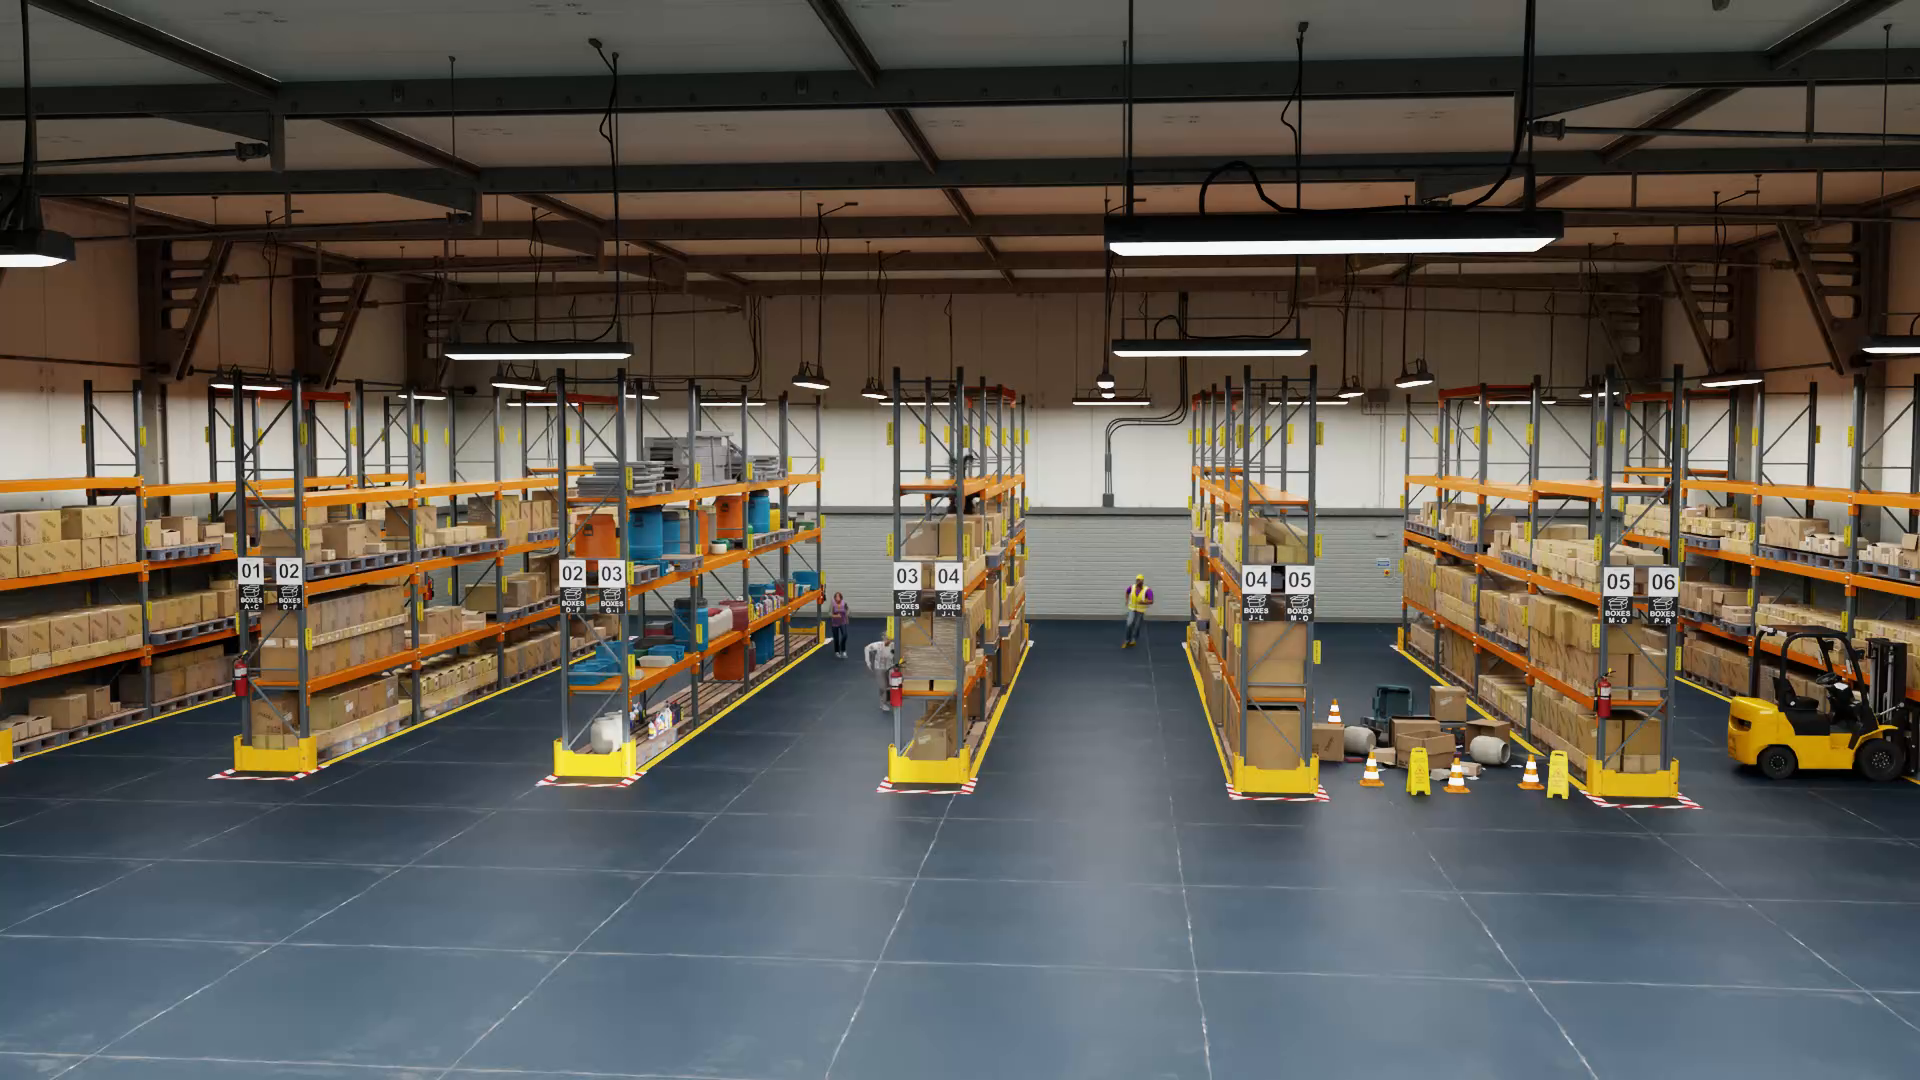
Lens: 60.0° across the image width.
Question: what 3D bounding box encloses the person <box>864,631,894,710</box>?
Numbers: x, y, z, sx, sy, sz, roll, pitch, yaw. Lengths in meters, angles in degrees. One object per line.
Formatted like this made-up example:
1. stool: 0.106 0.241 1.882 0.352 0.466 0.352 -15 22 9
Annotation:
1. person: -1.412 2.380 30.276 0.646 1.502 0.754 -1 4 -11

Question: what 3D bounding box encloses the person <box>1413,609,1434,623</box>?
1. person: 11.250 1.631 40.061 0.760 1.791 0.686 0 4 2

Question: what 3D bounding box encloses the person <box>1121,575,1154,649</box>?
1. person: 4.192 1.701 39.287 0.762 1.786 0.745 1 4 8

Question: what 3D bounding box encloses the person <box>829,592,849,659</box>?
1. person: -2.716 1.906 37.313 0.466 1.519 0.854 0 4 -7
